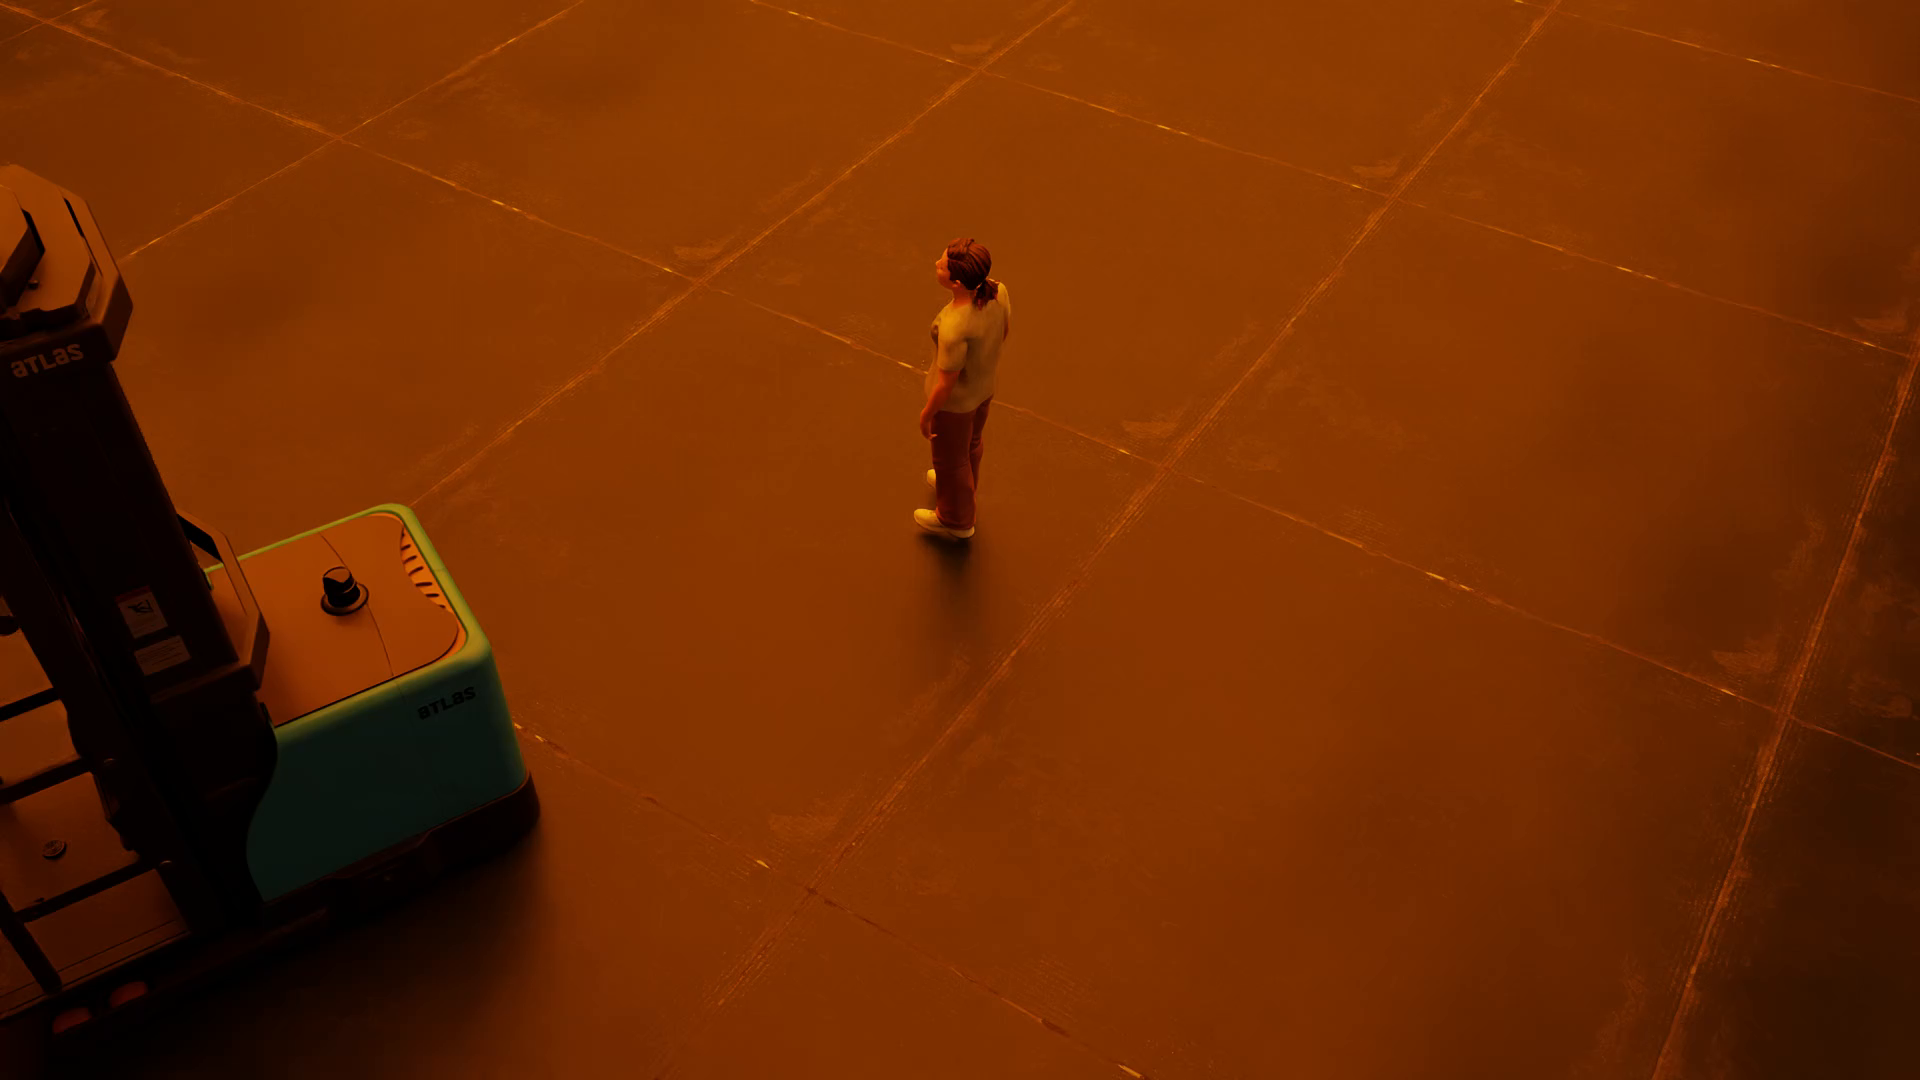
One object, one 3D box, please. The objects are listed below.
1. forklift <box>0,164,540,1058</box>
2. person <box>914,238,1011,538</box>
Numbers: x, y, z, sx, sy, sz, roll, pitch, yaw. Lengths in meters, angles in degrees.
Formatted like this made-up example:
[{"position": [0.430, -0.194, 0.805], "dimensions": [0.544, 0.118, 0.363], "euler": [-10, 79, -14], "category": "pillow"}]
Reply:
[{"position": [-3.215, 0.368, 5.461], "dimensions": [3.031, 2.935, 1.130], "euler": [-24, 48, -23], "category": "forklift"}, {"position": [-0.056, -0.677, 7.405], "dimensions": [0.547, 1.673, 0.554], "euler": [24, 48, 23], "category": "person"}]
